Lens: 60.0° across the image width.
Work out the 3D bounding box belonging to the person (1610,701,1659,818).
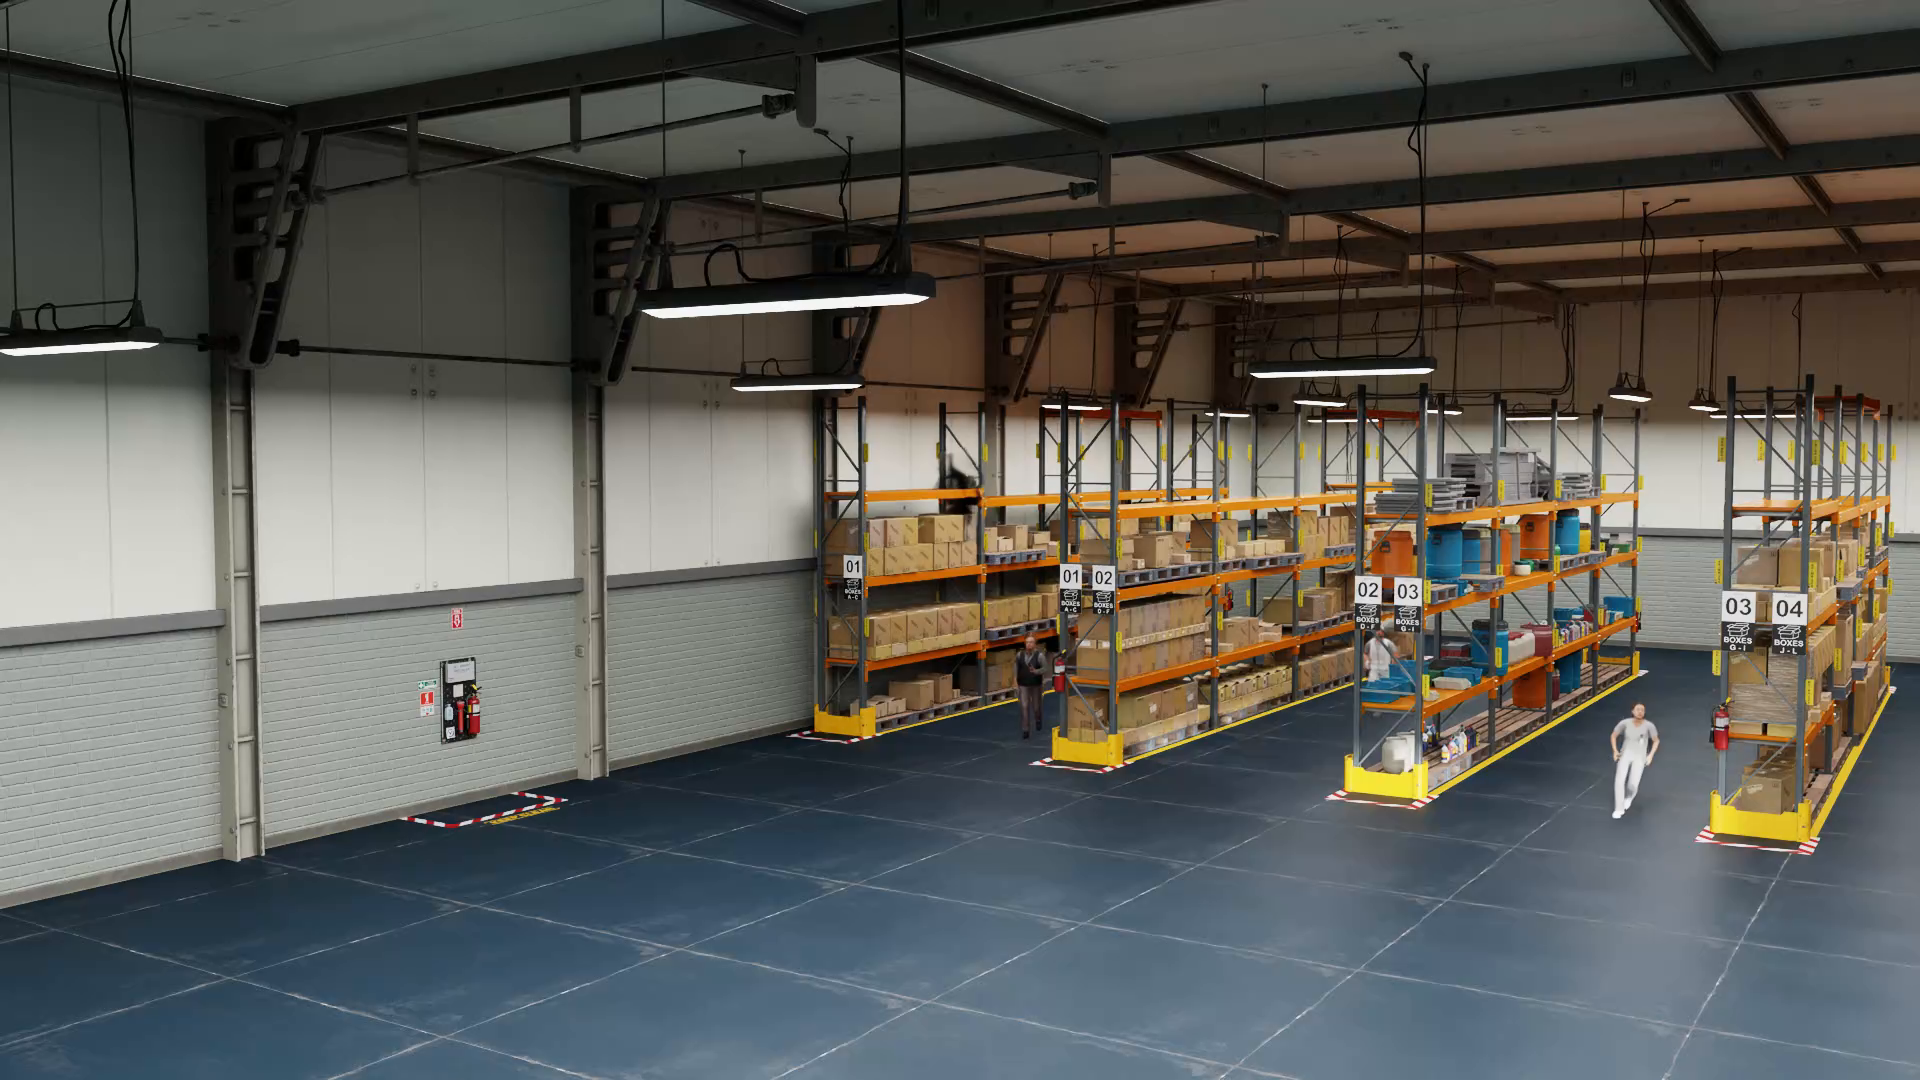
[{"bbox_3d":[9.229,3.012,22.779,0.616,1.626,0.533,2,3,27],"label":"person"}]

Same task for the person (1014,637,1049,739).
[{"bbox_3d":[1.217,2.509,28.550,0.657,1.705,0.948,1,3,13],"label":"person"}]

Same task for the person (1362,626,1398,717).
[{"bbox_3d":[8.018,2.481,31.772,0.676,1.724,0.675,1,3,20],"label":"person"}]
